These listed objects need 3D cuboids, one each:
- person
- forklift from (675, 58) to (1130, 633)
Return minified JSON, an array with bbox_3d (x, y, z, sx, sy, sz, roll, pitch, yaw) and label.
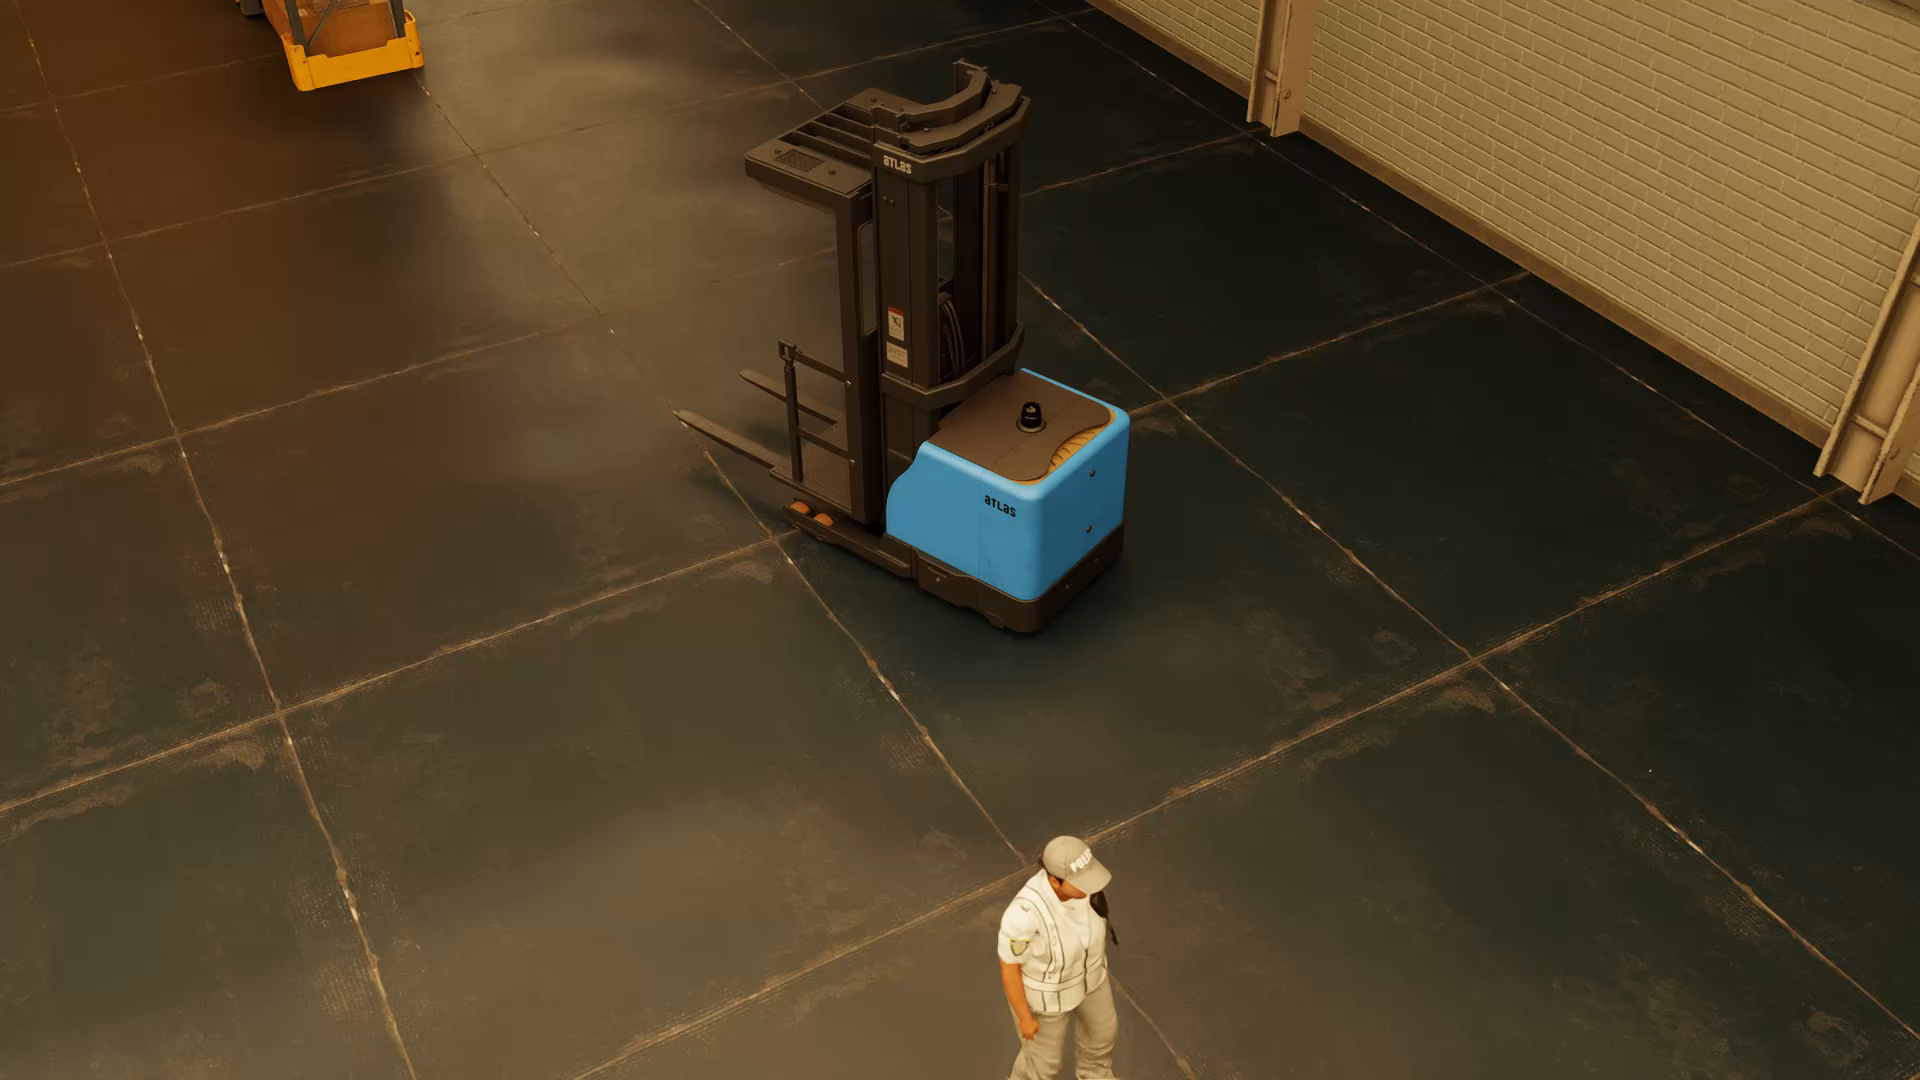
[{"bbox_3d":[0.441,1.851,6.838,0.556,1.700,0.502,-31,49,-32],"label":"person"},{"bbox_3d":[-0.481,-1.366,9.683,3.031,2.935,1.130,26,46,28],"label":"forklift"}]
